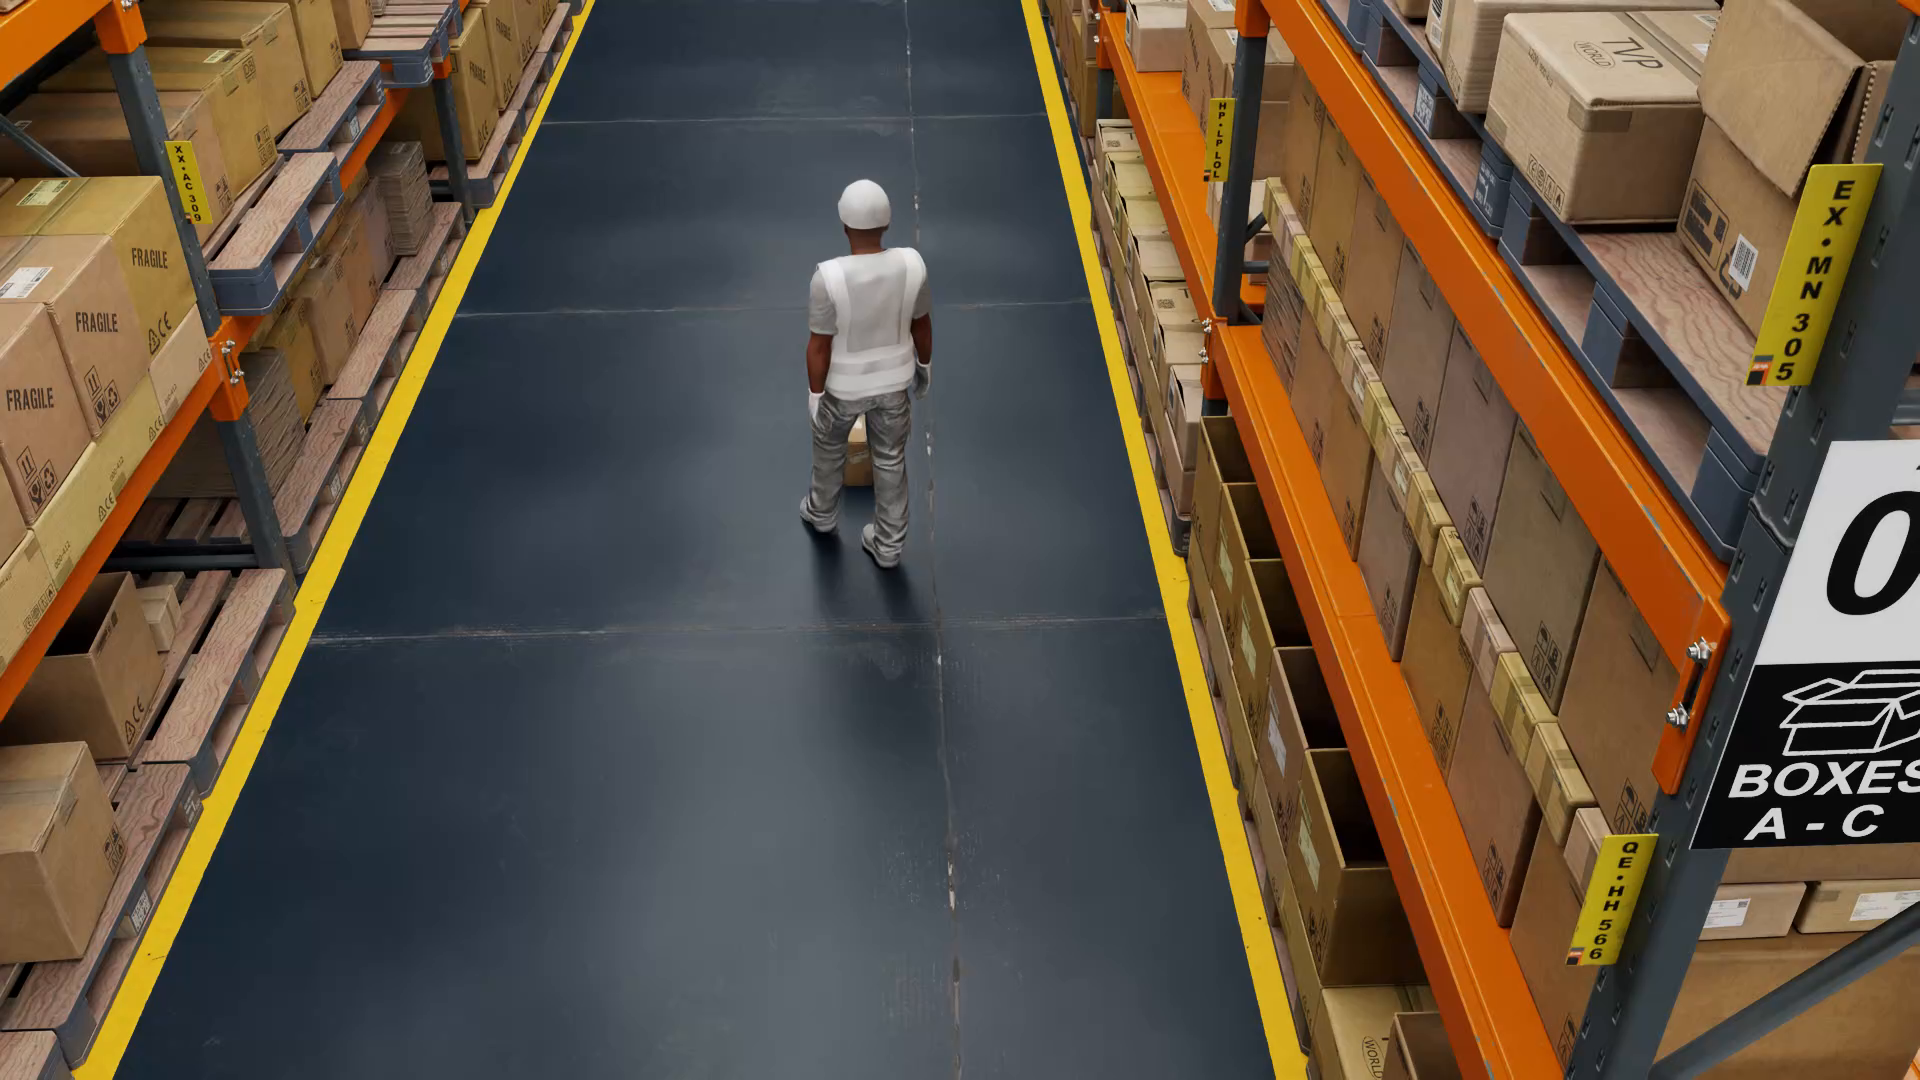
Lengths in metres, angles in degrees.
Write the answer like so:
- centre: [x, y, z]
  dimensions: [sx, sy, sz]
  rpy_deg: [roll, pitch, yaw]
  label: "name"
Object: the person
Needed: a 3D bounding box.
- centre: [-0.437, -0.766, 7.206]
  dimensions: [0.578, 1.778, 0.653]
  rpy_deg: [-12, 37, -16]
  label: "person"
